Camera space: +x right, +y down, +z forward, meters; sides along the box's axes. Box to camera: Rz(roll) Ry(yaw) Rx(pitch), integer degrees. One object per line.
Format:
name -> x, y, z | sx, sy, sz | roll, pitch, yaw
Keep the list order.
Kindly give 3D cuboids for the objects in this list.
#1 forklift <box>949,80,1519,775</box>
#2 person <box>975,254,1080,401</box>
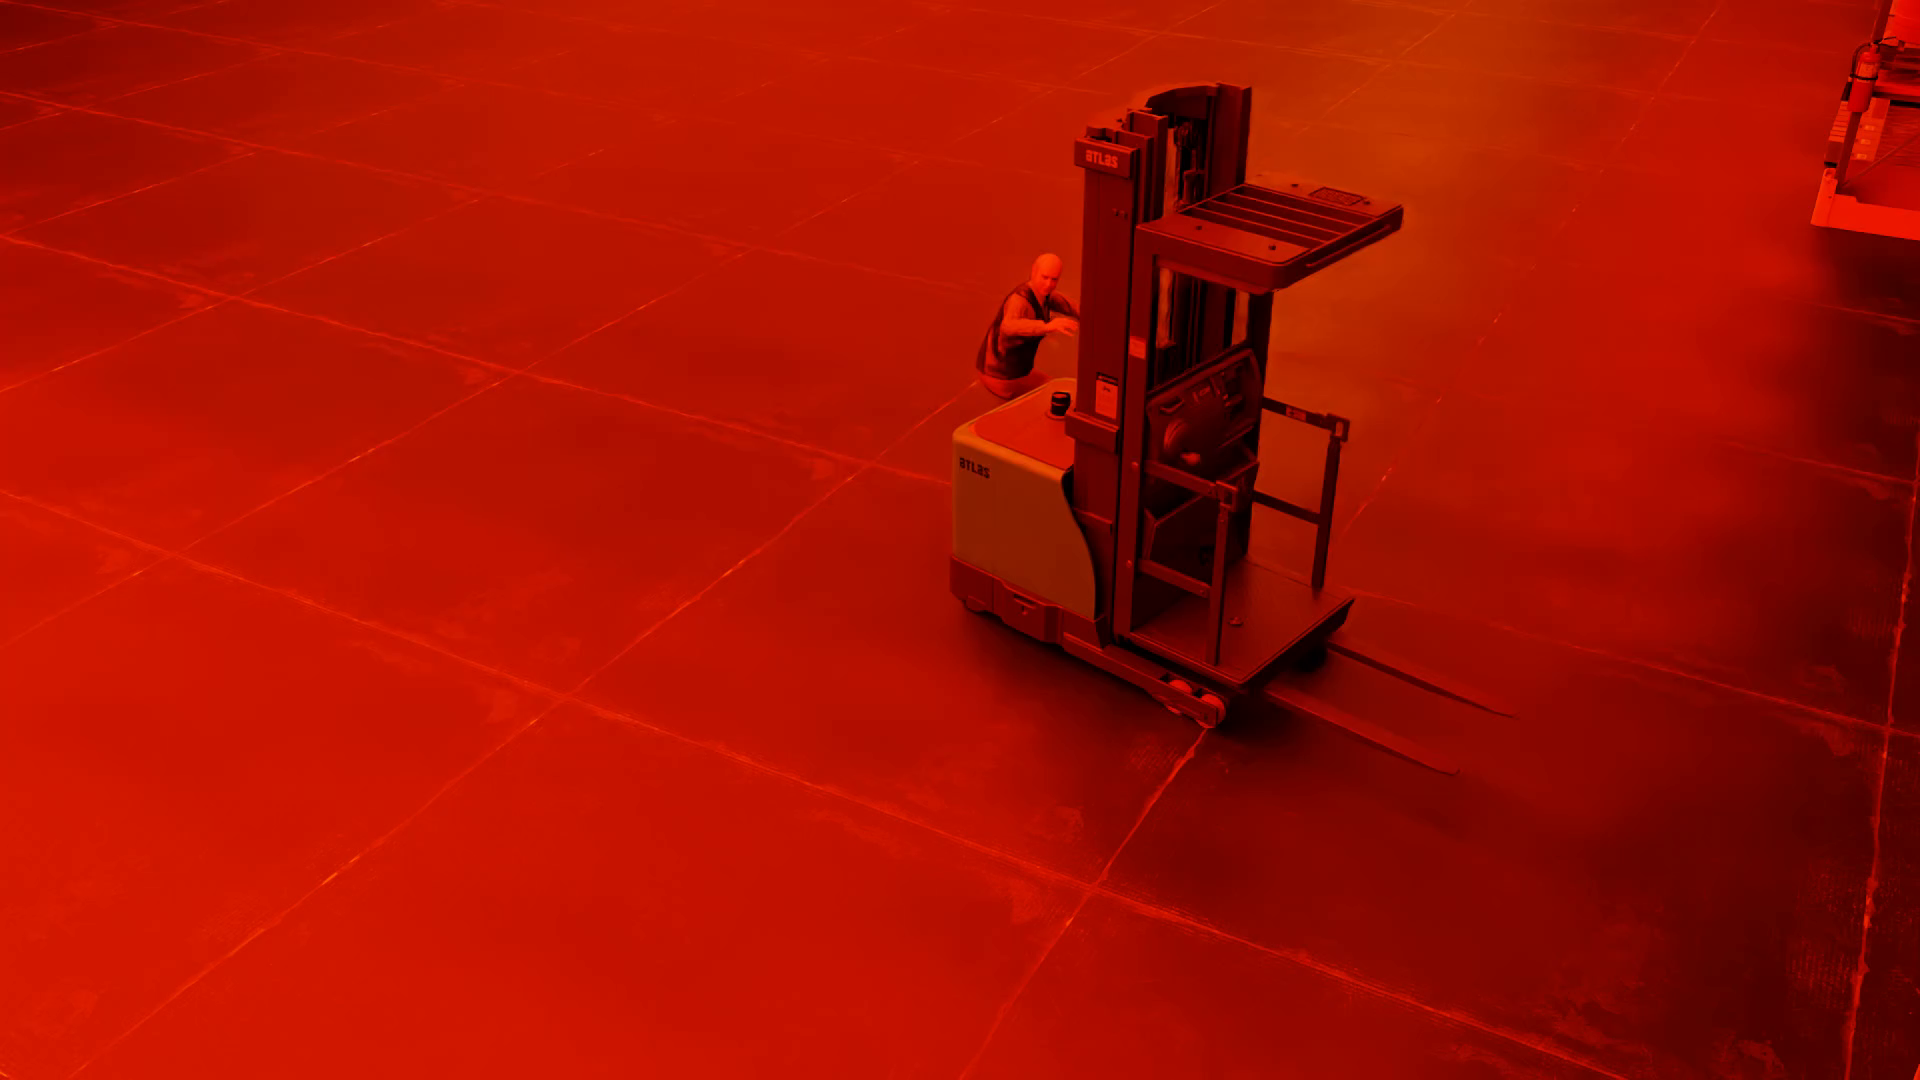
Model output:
forklift -> 1.376, -0.620, 8.145 | 3.031, 2.935, 1.130 | 24, 38, 35
person -> 0.607, -1.079, 10.437 | 1.048, 1.451, 0.771 | -3, 30, -5
